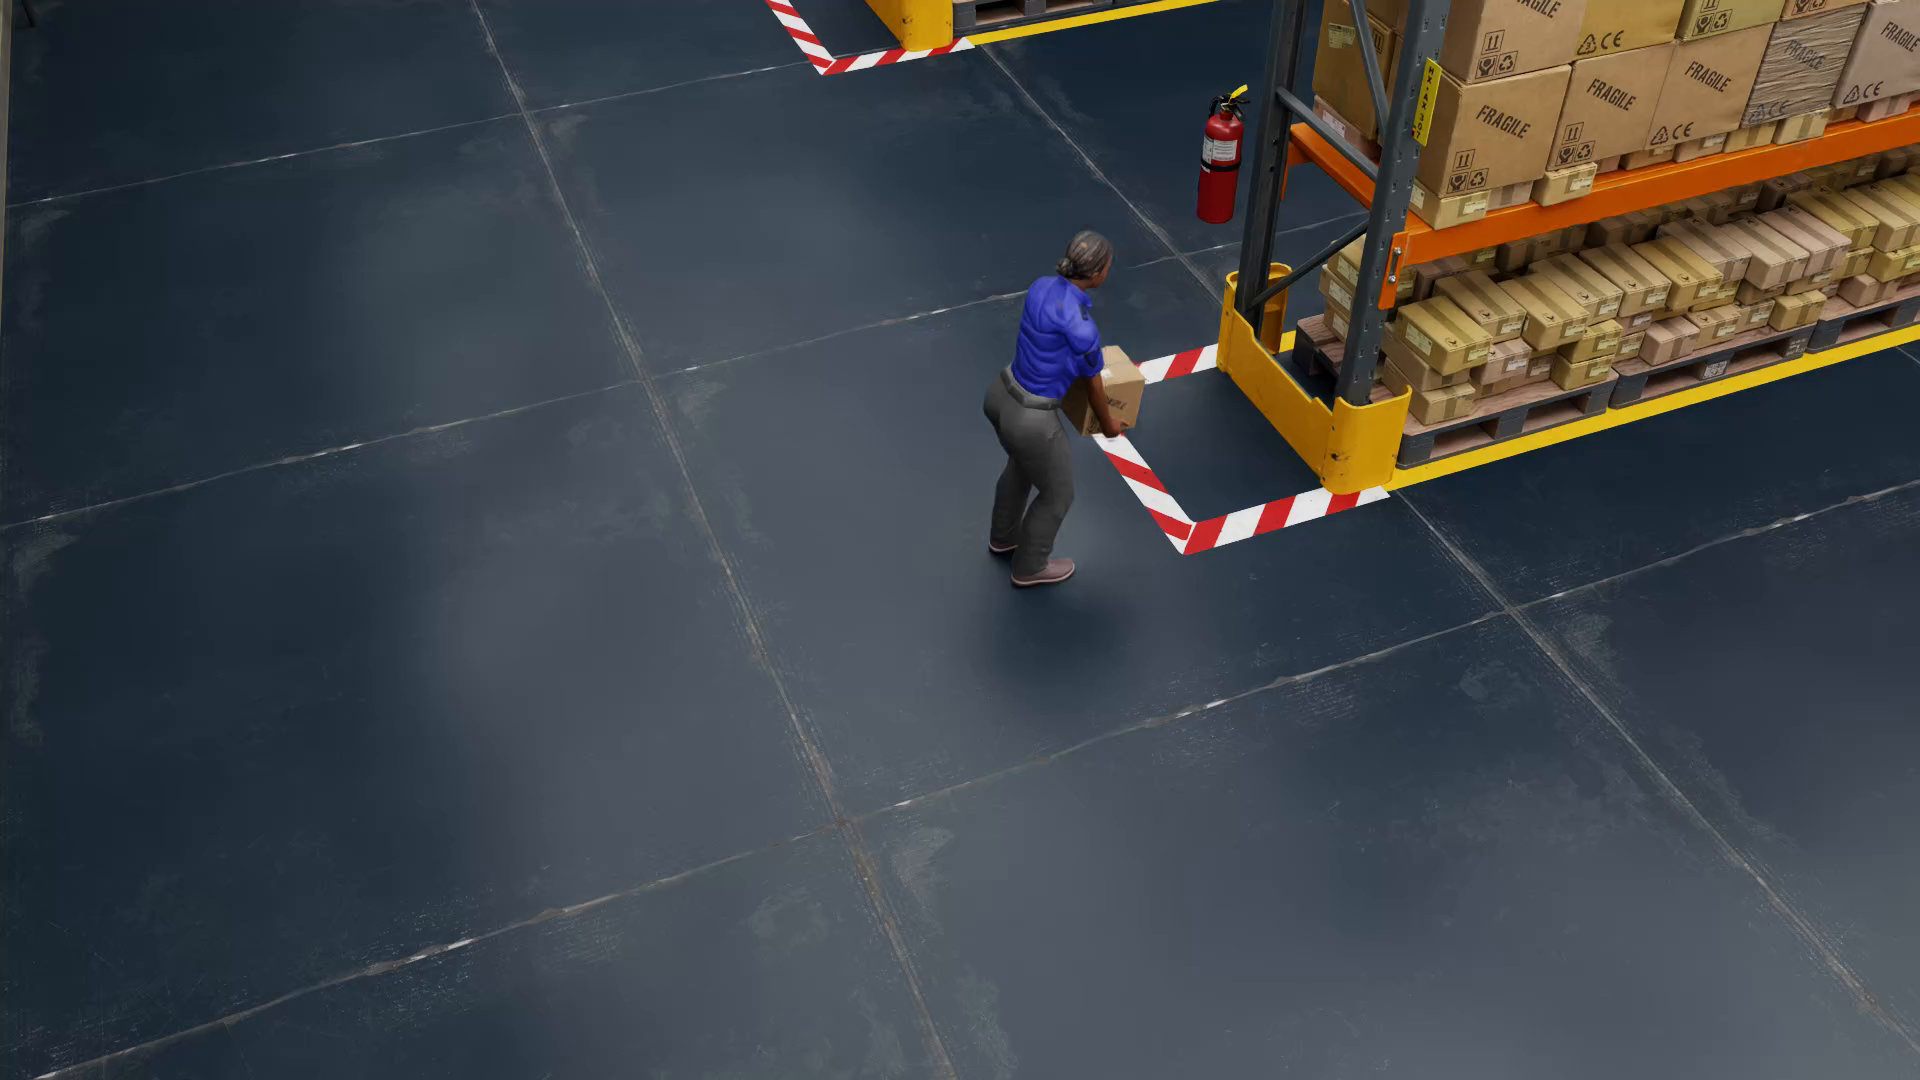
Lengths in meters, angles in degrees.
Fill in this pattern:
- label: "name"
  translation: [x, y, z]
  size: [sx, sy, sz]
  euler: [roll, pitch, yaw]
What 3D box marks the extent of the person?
- label: "person"
  translation: [0.383, -0.534, 6.808]
  size: [0.562, 1.599, 0.413]
  euler: [-16, 44, -17]
